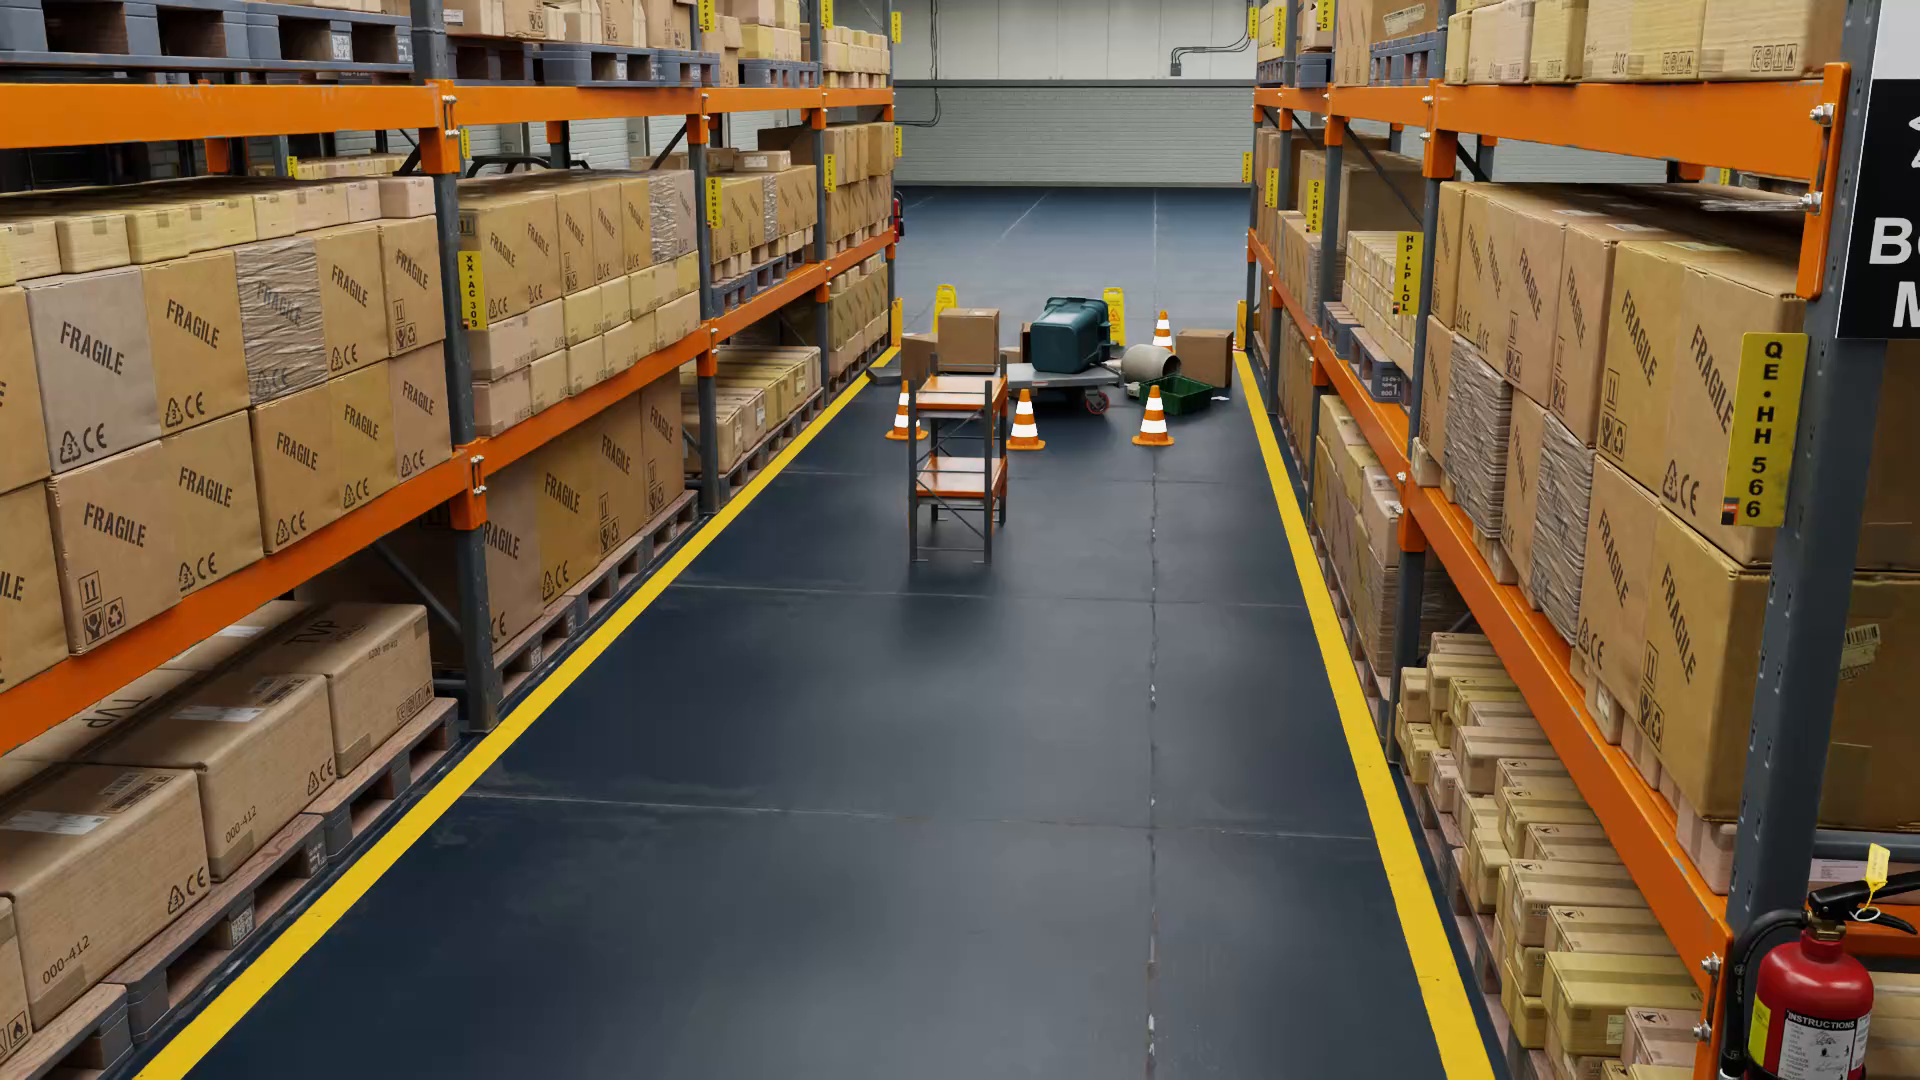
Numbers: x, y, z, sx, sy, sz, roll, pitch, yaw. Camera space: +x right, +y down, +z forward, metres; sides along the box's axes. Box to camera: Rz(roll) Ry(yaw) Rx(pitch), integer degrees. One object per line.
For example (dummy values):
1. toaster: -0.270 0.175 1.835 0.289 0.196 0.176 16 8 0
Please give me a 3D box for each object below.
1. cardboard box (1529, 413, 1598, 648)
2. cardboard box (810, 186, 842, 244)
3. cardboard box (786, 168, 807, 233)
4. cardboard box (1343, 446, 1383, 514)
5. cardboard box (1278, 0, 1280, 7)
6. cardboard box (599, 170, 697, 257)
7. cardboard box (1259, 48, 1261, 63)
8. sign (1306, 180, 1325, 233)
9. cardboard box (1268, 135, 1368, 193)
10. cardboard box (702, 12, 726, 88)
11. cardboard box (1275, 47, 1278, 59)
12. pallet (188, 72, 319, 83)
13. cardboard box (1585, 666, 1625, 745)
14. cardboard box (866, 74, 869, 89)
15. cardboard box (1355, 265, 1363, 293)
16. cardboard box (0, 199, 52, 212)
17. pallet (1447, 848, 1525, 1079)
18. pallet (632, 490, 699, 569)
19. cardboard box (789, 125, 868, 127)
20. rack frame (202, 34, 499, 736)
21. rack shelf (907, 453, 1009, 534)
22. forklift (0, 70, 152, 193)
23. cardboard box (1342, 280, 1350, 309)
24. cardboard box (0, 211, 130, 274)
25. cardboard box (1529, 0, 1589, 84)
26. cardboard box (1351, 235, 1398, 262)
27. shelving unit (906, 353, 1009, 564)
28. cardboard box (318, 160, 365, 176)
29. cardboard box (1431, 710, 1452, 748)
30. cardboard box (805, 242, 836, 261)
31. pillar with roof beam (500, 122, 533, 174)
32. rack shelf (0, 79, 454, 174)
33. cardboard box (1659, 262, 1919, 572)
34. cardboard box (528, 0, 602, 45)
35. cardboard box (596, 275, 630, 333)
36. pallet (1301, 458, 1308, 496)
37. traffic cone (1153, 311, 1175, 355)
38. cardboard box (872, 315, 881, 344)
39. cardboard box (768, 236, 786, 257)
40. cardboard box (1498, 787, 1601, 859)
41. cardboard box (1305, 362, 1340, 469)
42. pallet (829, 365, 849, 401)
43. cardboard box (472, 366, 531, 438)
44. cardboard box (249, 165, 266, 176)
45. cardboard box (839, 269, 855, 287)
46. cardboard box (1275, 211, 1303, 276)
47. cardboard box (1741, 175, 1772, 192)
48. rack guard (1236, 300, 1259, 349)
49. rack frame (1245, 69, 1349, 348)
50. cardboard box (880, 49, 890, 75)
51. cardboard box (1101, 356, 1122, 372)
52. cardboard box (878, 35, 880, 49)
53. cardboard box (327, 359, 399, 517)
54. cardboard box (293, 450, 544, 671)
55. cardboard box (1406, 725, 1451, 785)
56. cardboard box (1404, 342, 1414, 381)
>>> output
1. cardboard box: 1.788 -0.029 4.261 0.500 0.500 0.500 2 15 6
2. cardboard box: -1.367 -2.977 15.165 0.500 0.500 0.500 2 15 6
3. cardboard box: -1.572 -2.819 13.774 0.500 0.500 0.500 2 15 7
4. cardboard box: 2.283 -0.314 8.625 0.500 0.250 0.500 1 15 4
5. cardboard box: 3.018 -4.757 14.721 0.380 0.149 0.250 2 15 6
6. cardboard box: -1.943 -2.031 10.320 0.500 0.500 0.500 1 15 5
7. cardboard box: 3.302 -5.029 17.254 0.380 0.149 0.250 2 15 7
8. sign: 2.233 -2.097 10.452 0.100 0.325 0.005 2 15 6
9. cardboard box: 3.259 -3.394 15.112 0.875 0.550 0.550 2 15 6
10. cardboard box: -2.028 -3.384 11.492 0.700 0.500 0.500 2 15 6
11. cardboard box: 3.016 -4.374 14.830 0.380 0.149 0.250 2 15 7
12. pallet: -6.555 -4.452 15.803 1.003 0.211 1.213 2 15 6
13. cardboard box: 1.723 0.385 3.973 0.380 0.149 0.250 2 15 8
14. cardboard box: -1.140 -4.680 16.957 0.380 0.149 0.250 2 15 6
15. cardboard box: 2.476 -1.488 9.527 0.380 0.149 0.250 1 15 5
16. cardboard box: -3.080 -0.980 5.190 0.380 0.149 0.250 2 15 6
17. pallet: 2.158 1.354 5.252 1.003 0.211 1.213 2 15 6
18. pallet: -2.309 -0.094 10.604 1.003 0.211 1.213 2 15 6
19. cardboard box: -1.297 -3.861 16.517 0.700 0.500 0.500 2 15 6
20. rack frame: -2.596 -0.605 7.152 1.000 3.000 0.127 2 15 6
21. rack shelf: -0.001 -0.305 10.573 0.538 0.278 1.000 2 15 6
22. forklift: -5.370 -1.237 9.623 3.031 2.935 1.130 9 18 31
23. cardboard box: 2.534 -1.494 10.117 0.380 0.149 0.250 1 15 5
24. cardboard box: -2.571 -0.831 4.640 0.380 0.149 0.250 2 15 7
25. cardboard box: 1.831 -1.348 4.442 0.500 0.250 0.500 2 15 9
26. cardboard box: 2.513 -1.707 9.766 0.380 0.149 0.250 1 15 5
27. shelving unit: -0.001 -0.541 10.509 0.538 1.125 1.048 2 15 6
28. cardboard box: -6.229 -3.740 16.743 0.380 0.149 0.250 2 15 6
29. cardboard box: 2.035 0.698 6.422 0.380 0.149 0.250 2 15 7
30. cardboard box: -1.339 -2.630 15.125 0.380 0.149 0.250 2 15 6
31. pillar with roof beam: -2.194 -8.033 23.132 9.100 9.000 0.400 2 15 6
32. rack shelf: -2.822 -1.187 4.936 1.077 0.370 4.000 2 15 6
33. cardboard box: 1.687 -0.248 3.156 0.500 0.500 0.500 1 15 5
34. cardboard box: -2.042 -2.654 8.437 0.396 0.266 0.258 3 15 11
35. cardboard box: -2.097 -1.277 8.967 0.500 0.250 0.500 1 15 5
36. pallet: 2.949 -0.379 11.658 1.003 0.211 1.213 2 15 6
37. traffic cone: 2.217 -2.277 18.196 0.336 0.463 0.334 2 15 6
38. cardboard box: -1.132 -2.241 17.665 0.500 0.250 0.500 2 15 6
39. cardboard box: -1.607 -2.355 13.302 0.380 0.149 0.250 2 15 6
40. cardboard box: 1.887 0.889 5.145 0.380 0.149 0.250 2 15 7
41. cardboard box: 2.943 -0.794 11.359 1.050 0.750 0.750 1 15 5
42. pallet: -1.653 -1.509 15.837 1.003 0.211 1.213 2 15 6
43. cardboard box: -2.284 -0.639 7.564 0.500 0.250 0.500 1 15 5
44. cardboard box: -6.821 -3.485 15.801 0.380 0.149 0.250 1 15 5
45. cardboard box: -1.229 -2.539 16.089 0.380 0.149 0.250 2 15 8
46. cardboard box: 2.910 -2.480 13.894 0.500 0.500 0.500 2 15 7
47. cardboard box: 8.515 -3.475 17.006 0.875 0.500 0.500 2 15 6
48. rack guard: 3.690 -2.397 18.569 1.175 0.500 0.348 2 15 6
49. rack frame: 3.688 -3.597 18.219 1.000 3.000 0.127 2 15 6
50. cardboard box: -1.032 -5.095 17.731 0.500 0.250 0.500 2 15 6
51. cardboard box: 1.600 -1.740 16.589 0.396 0.266 0.258 4 16 16
52. cardboard box: -1.054 -5.266 17.599 0.380 0.149 0.250 2 15 7
53. cardboard box: -2.447 -0.391 6.172 0.500 0.500 0.500 1 15 5
54. cardboard box: -2.606 0.055 7.977 0.875 0.875 0.875 2 15 8
55. cardboard box: 1.943 0.842 6.457 0.380 0.149 0.250 2 15 8
56. cardboard box: 2.240 -0.807 7.578 0.380 0.149 0.250 2 15 6
